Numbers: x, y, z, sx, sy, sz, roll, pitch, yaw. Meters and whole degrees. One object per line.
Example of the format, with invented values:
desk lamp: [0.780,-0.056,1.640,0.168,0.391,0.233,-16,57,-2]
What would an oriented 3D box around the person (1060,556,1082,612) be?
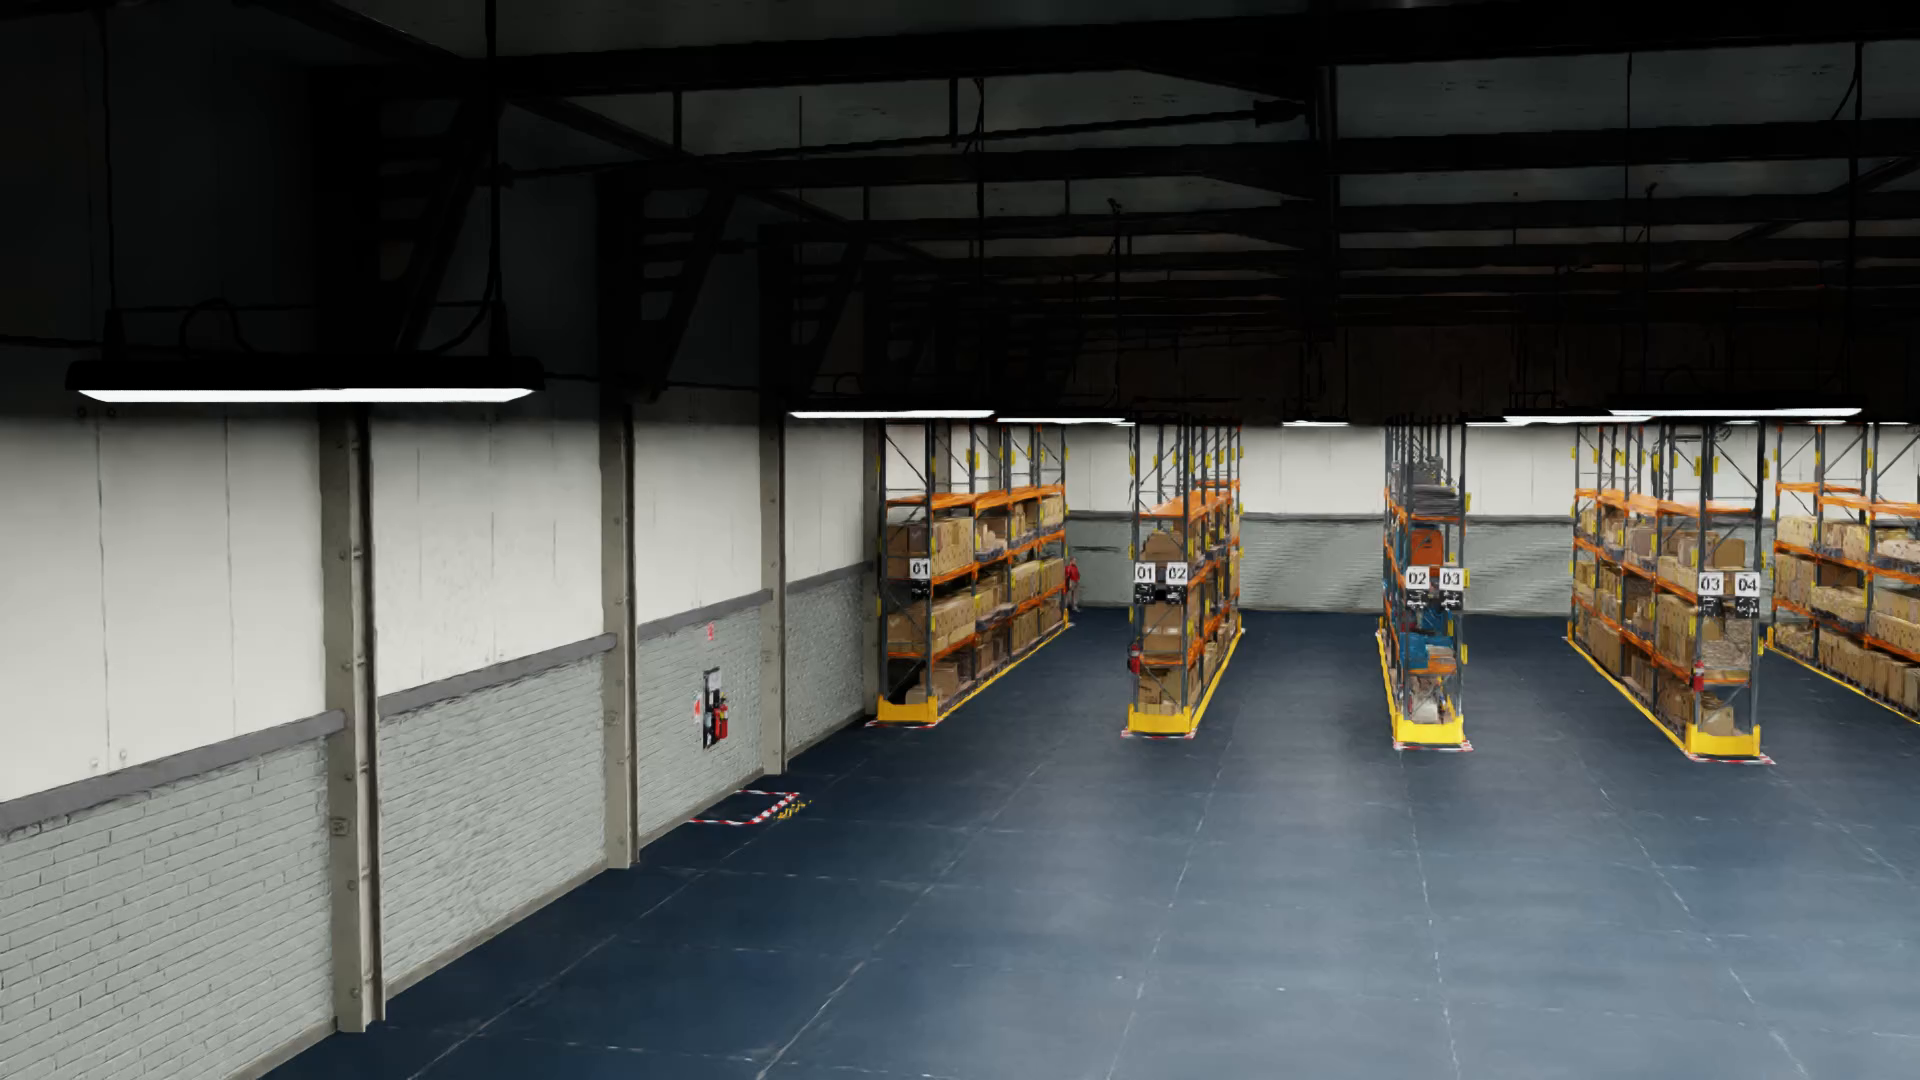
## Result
person: [3.427,1.369,51.637,0.462,1.728,0.730,4,5,44]
